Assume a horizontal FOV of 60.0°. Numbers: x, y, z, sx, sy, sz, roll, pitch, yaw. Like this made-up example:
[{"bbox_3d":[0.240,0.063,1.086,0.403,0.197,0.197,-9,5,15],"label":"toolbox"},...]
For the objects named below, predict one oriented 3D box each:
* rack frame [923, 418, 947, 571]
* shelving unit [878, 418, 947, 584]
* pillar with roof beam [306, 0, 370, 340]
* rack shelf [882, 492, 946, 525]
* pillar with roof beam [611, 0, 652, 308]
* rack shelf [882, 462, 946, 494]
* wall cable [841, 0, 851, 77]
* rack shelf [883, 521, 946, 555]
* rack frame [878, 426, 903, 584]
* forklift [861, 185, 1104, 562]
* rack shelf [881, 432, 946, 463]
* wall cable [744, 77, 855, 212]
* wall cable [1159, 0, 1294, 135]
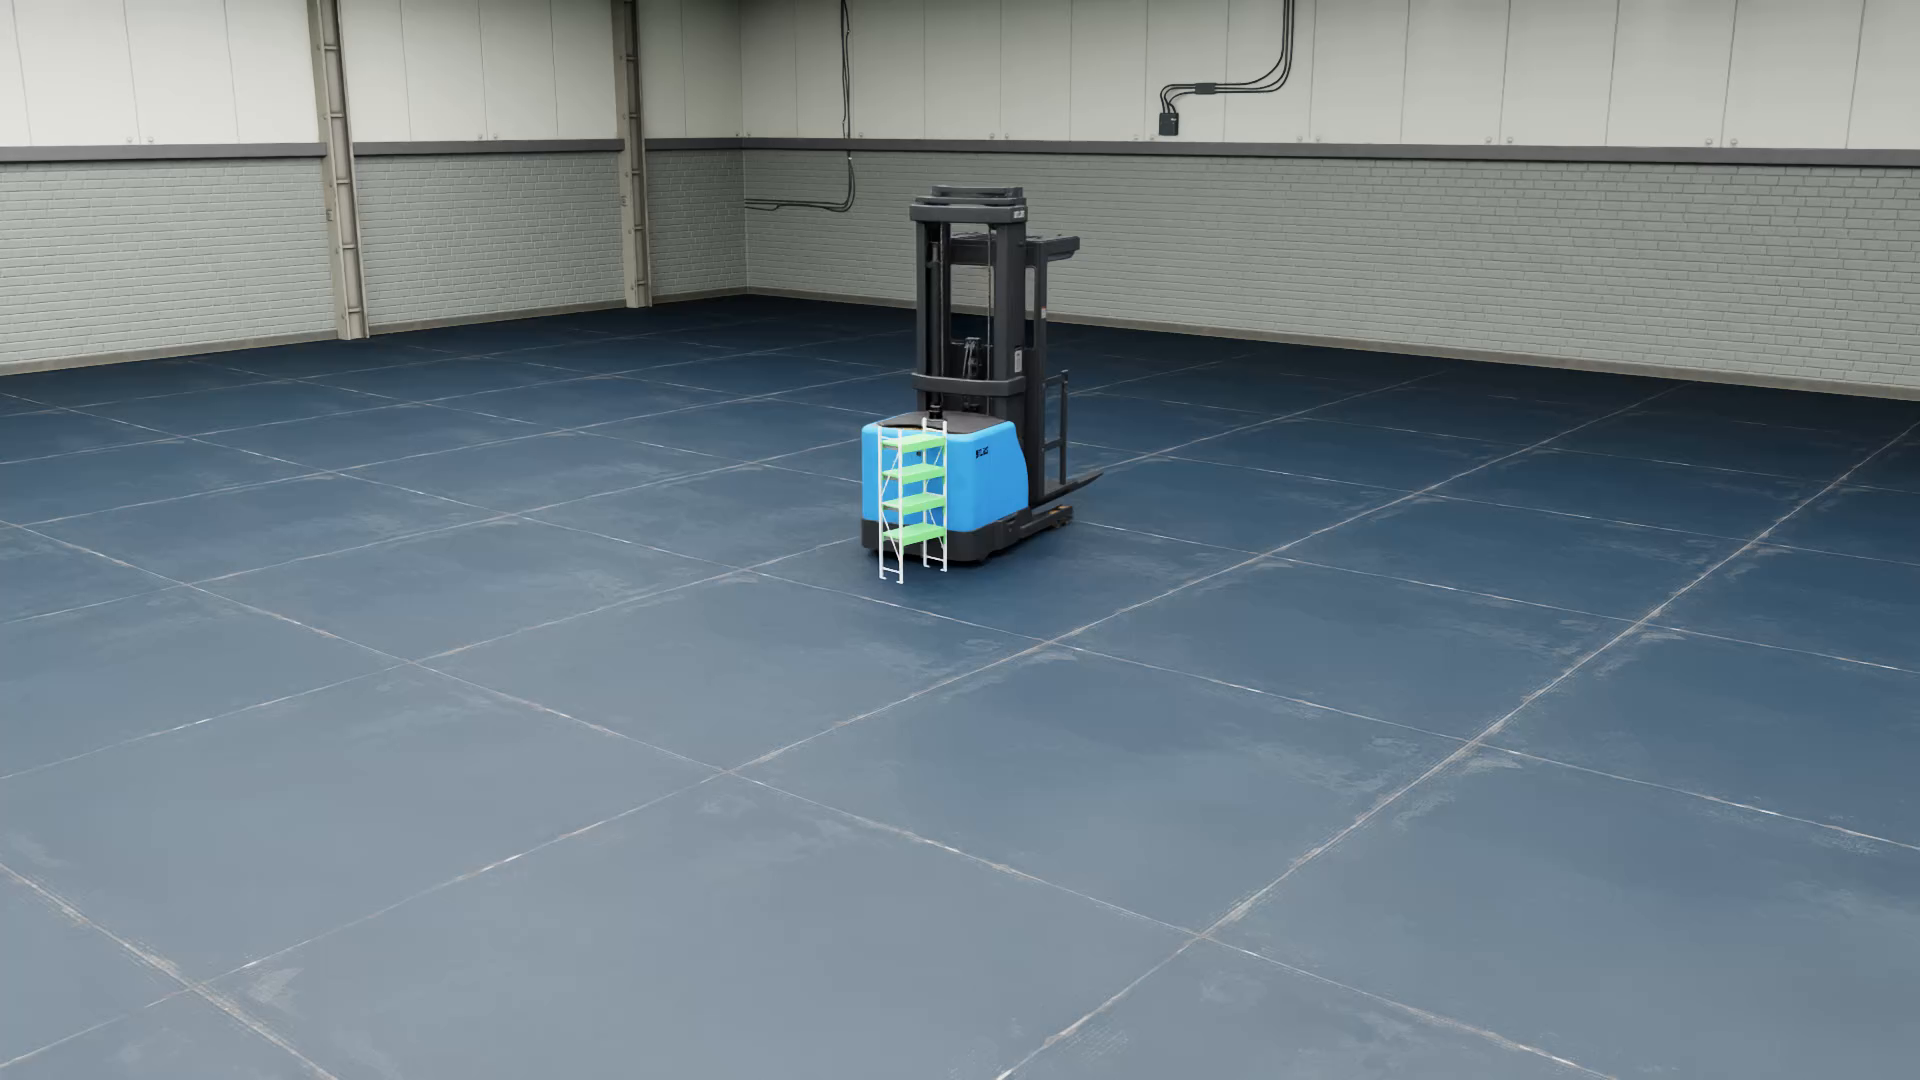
[{"bbox_3d":[-0.198,-0.354,13.081,0.240,1.200,0.015,13,19,42],"label":"rack frame"},{"bbox_3d":[-0.365,-0.311,12.909,0.258,1.200,0.503,13,19,42],"label":"shelving unit"},{"bbox_3d":[-6.520,-6.982,23.330,9.100,9.000,0.400,11,18,38],"label":"pillar with roof beam"},{"bbox_3d":[-0.365,-0.249,12.924,0.258,0.148,0.480,13,19,42],"label":"rack shelf"},{"bbox_3d":[-2.749,-8.131,27.853,9.100,9.000,0.400,11,18,38],"label":"pillar with roof beam"},{"bbox_3d":[-0.365,-0.481,12.865,0.258,0.148,0.480,13,19,42],"label":"rack shelf"},{"bbox_3d":[-1.113,-9.681,30.003,3.097,2.526,0.112,11,18,38],"label":"wall cable"},{"bbox_3d":[-0.365,-0.016,12.984,0.258,0.148,0.480,13,19,42],"label":"rack shelf"},{"bbox_3d":[-0.532,-0.267,12.736,0.240,1.200,0.015,13,19,42],"label":"rack frame"},{"bbox_3d":[0.341,-1.561,14.315,1.130,2.935,3.031,8,16,28],"label":"forklift"},{"bbox_3d":[-0.365,-0.714,12.806,0.258,0.148,0.480,13,19,42],"label":"rack shelf"},{"bbox_3d":[-3.218,-7.652,32.273,3.097,2.526,0.112,11,18,38],"label":"wall cable"},{"bbox_3d":[4.156,-9.333,25.677,2.305,6.003,0.169,11,18,38],"label":"wall cable"}]
